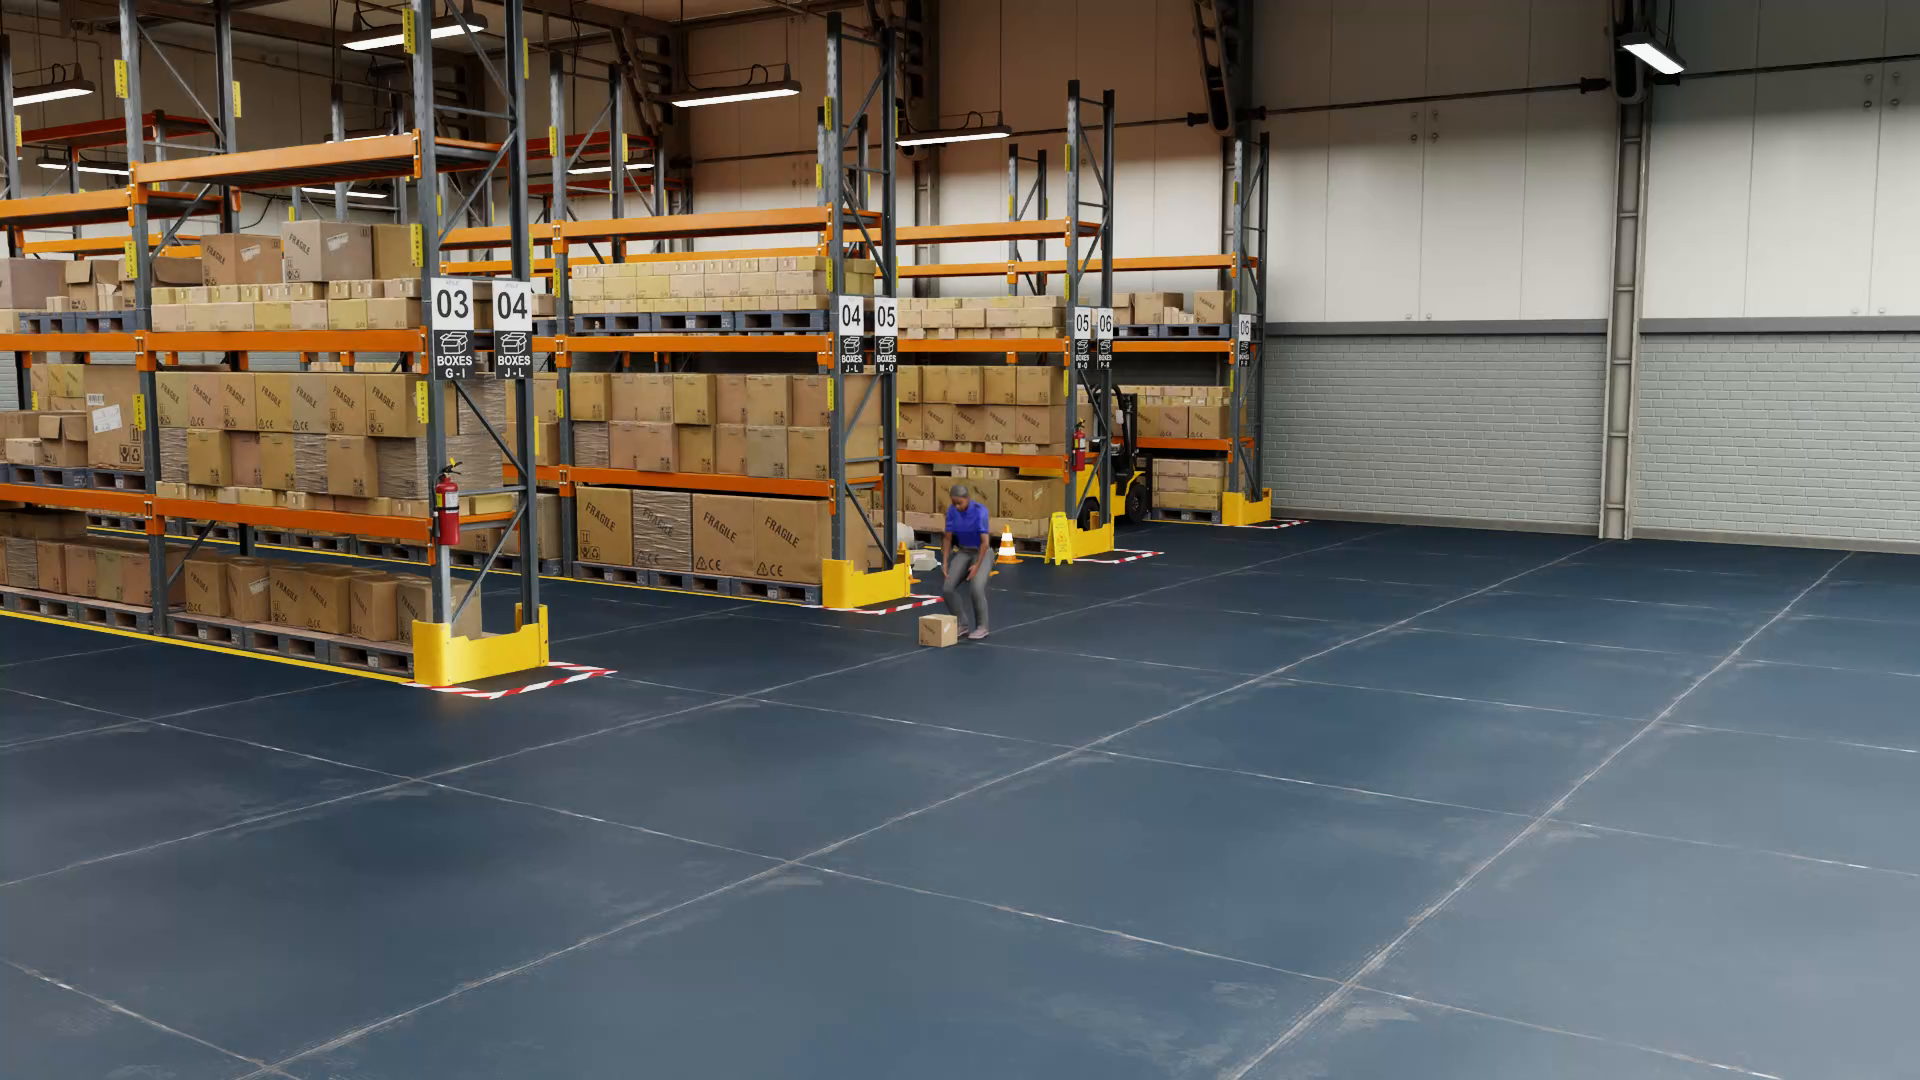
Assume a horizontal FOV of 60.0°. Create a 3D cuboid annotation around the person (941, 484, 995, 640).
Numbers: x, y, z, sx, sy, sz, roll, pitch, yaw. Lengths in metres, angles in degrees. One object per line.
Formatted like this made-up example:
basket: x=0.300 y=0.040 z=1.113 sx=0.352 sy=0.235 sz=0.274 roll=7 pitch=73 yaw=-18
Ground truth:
person: x=0.094 y=0.190 z=15.368 sx=0.492 sy=1.441 sz=0.576 roll=4 pitch=8 yaw=34
